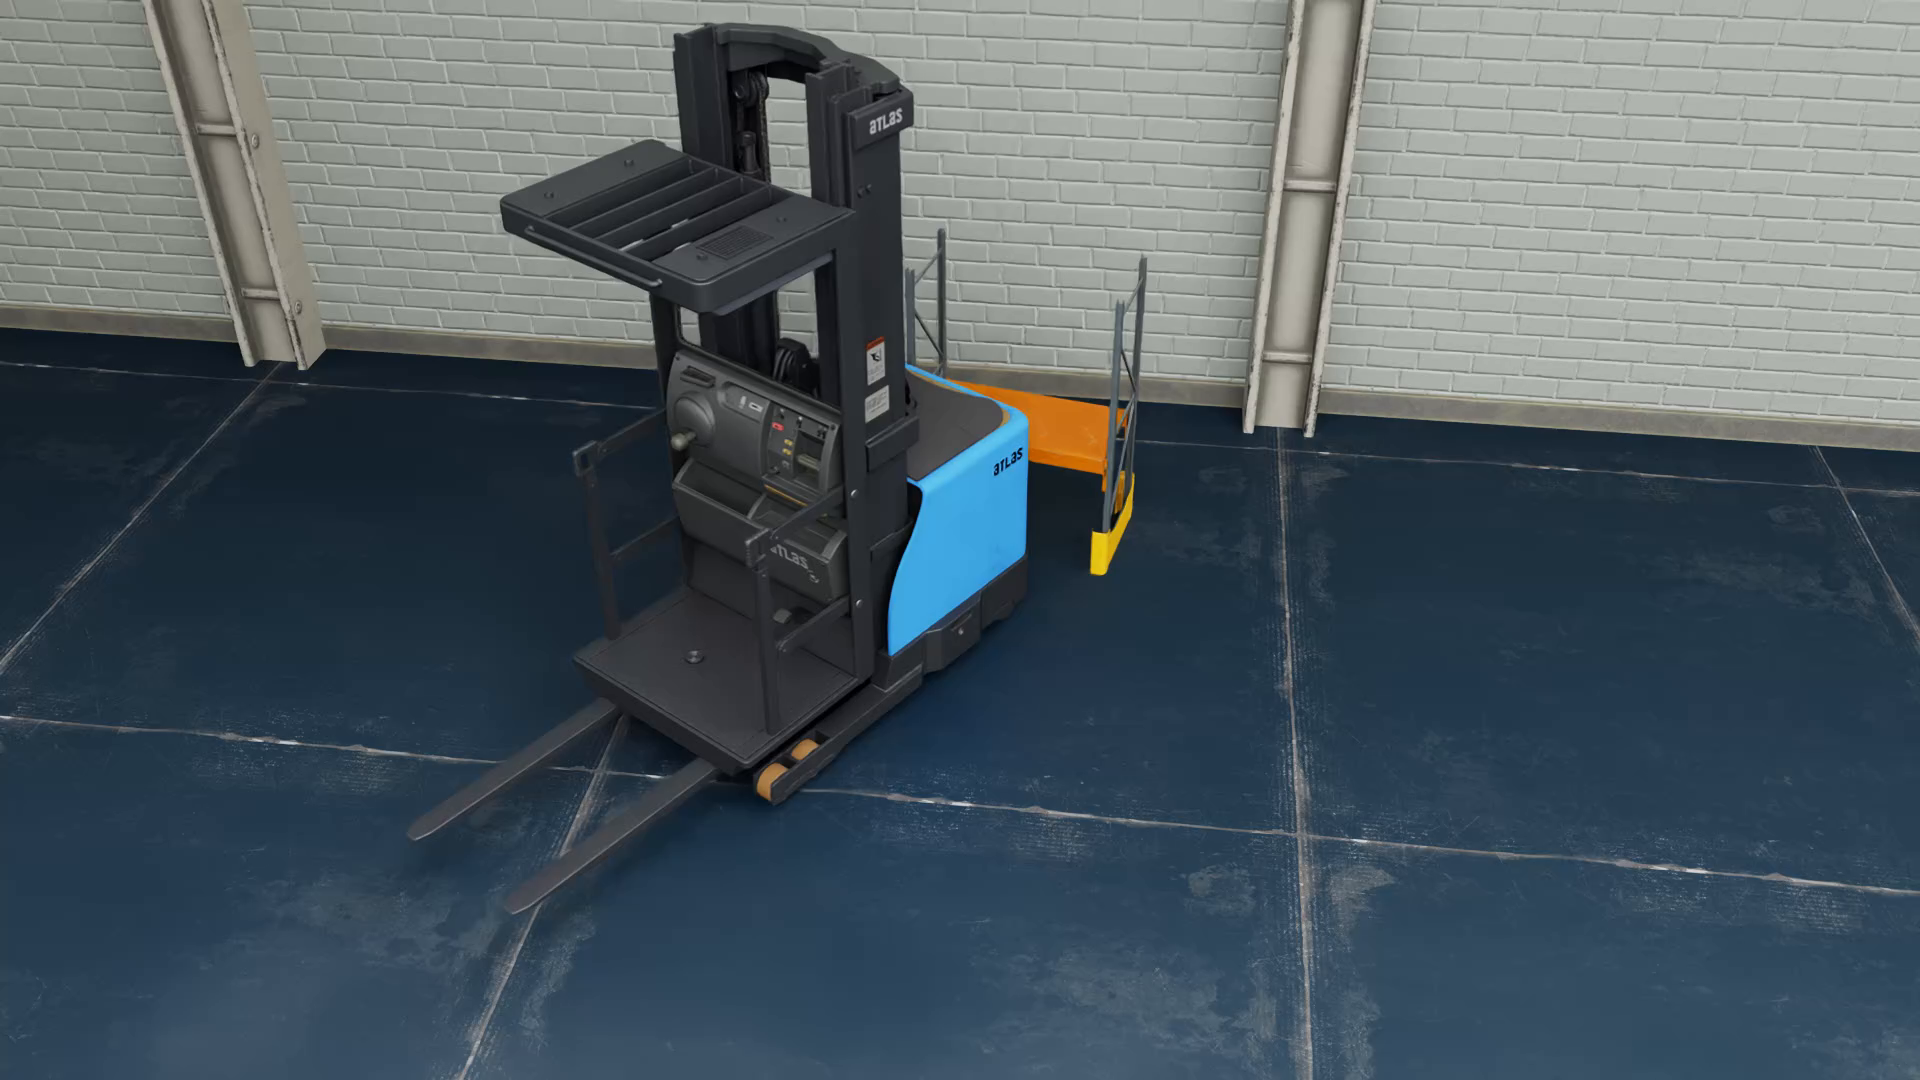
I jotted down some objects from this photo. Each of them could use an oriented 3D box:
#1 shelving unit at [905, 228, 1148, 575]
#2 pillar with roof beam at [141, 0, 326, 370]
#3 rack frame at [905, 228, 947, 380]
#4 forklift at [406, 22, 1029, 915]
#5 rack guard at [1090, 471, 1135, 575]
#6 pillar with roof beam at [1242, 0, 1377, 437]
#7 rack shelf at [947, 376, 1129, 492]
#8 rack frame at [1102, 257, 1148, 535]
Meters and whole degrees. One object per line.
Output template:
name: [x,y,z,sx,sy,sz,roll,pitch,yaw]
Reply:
shelving unit: [0.310,-0.693,8.287,1.083,1.500,0.587,11,37,15]
pillar with roof beam: [-4.673,-2.312,4.100,0.400,9.000,9.100,4,36,6]
rack frame: [-0.164,-0.786,8.417,0.032,1.500,0.500,11,37,15]
forklift: [-0.987,-0.408,6.656,1.130,2.935,3.031,25,43,31]
rack guard: [0.781,-0.092,8.521,0.087,0.250,0.587,11,37,15]
pillar with roof beam: [1.279,-1.868,3.478,0.400,9.000,9.100,4,36,6]
rack shelf: [0.318,-0.545,8.389,1.000,0.185,0.538,11,37,15]
rack frame: [0.800,-0.597,8.152,0.032,1.500,0.500,11,37,15]
